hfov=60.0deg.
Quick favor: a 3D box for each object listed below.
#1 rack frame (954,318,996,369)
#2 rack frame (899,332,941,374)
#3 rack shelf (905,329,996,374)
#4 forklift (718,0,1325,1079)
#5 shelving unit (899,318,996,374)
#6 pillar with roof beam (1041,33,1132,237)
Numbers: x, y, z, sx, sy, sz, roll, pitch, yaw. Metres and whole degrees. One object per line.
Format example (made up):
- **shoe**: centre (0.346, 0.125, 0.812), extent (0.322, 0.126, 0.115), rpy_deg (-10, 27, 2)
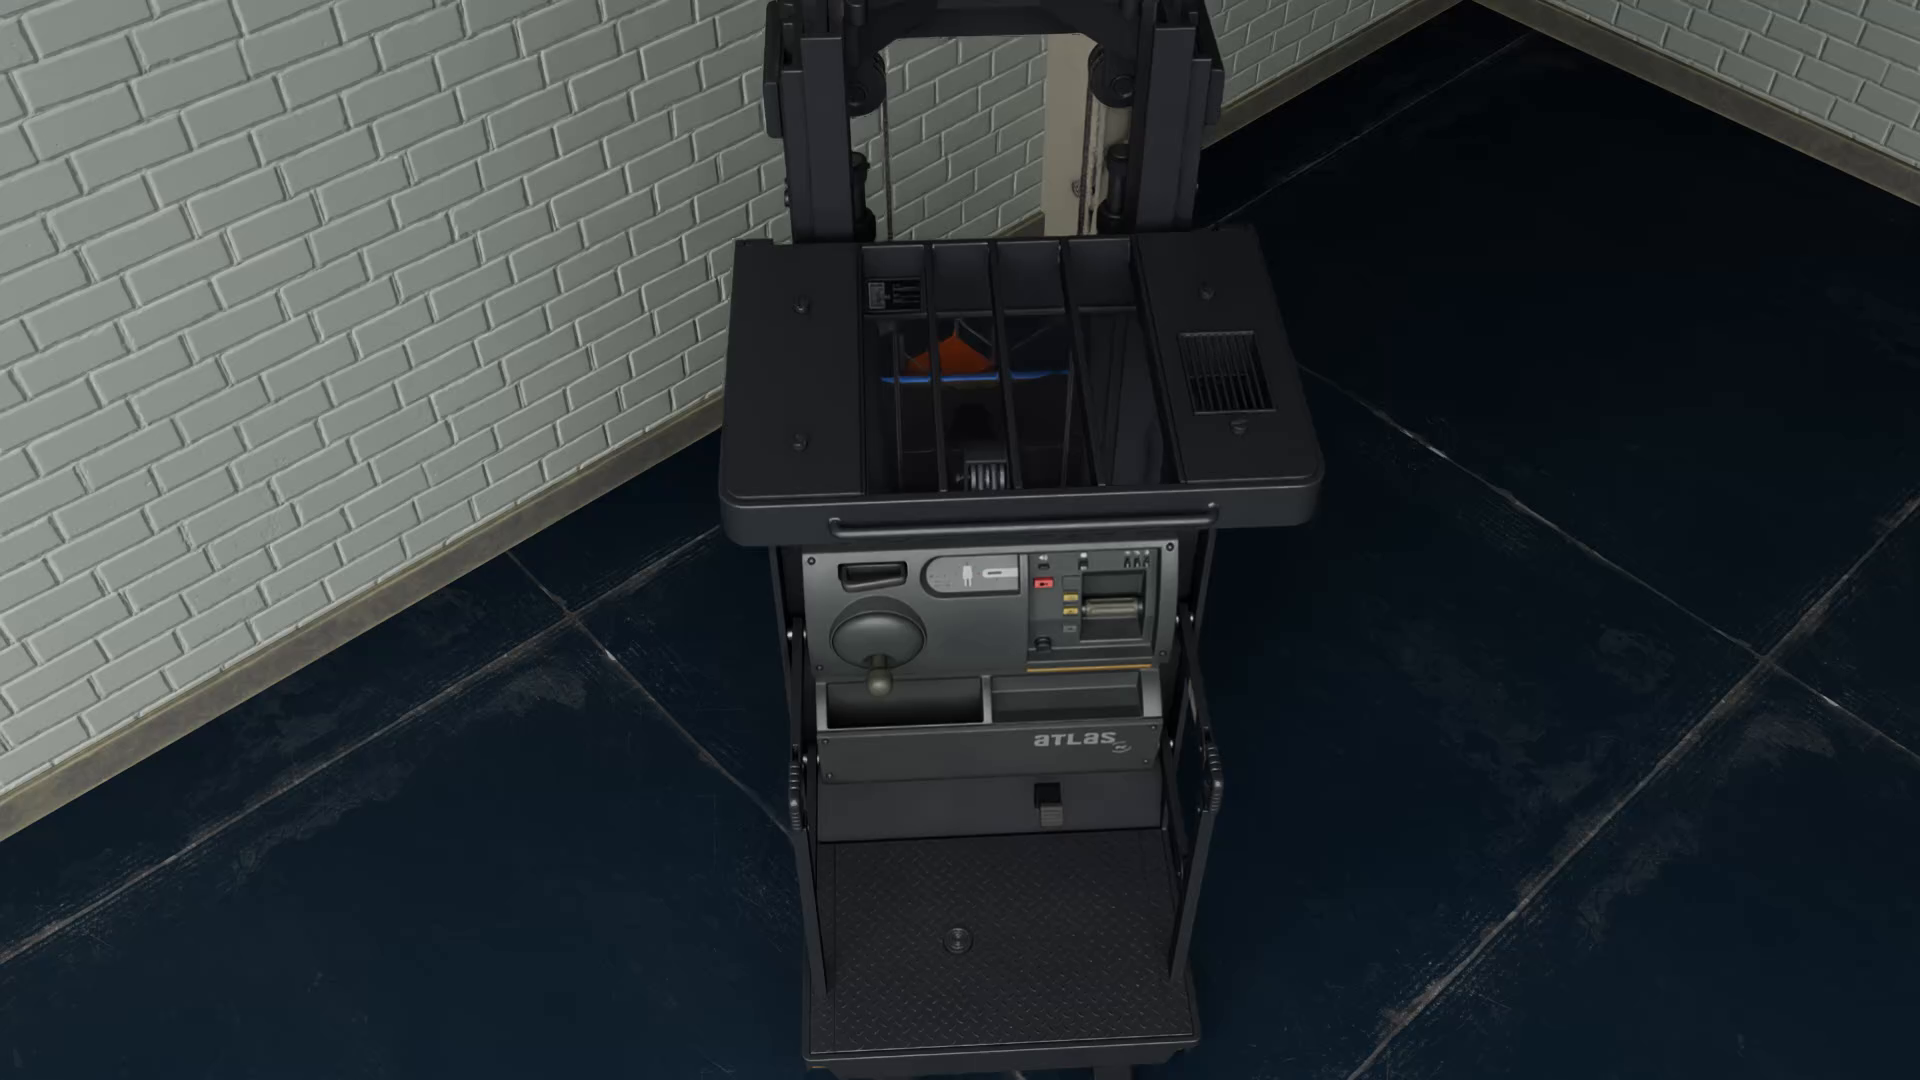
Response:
- **rack frame**: centre (0.051, -0.390, 5.895), extent (0.008, 1.050, 0.200), rpy_deg (-34, 56, -27)
- **rack frame**: centre (-0.130, -0.269, 5.784), extent (0.008, 1.050, 0.200), rpy_deg (-34, 56, -27)
- **rack shelf**: centre (-0.040, -0.515, 5.639), extent (0.240, 0.259, 0.215), rpy_deg (-34, 56, -27)
- **forklift**: centre (0.092, 0.279, 3.998), extent (1.130, 2.935, 3.031), rpy_deg (-2, 47, -2)
- **shelving unit**: centre (-0.040, -0.330, 5.840), extent (0.252, 1.050, 0.215), rpy_deg (-34, 56, -27)
- **pillar with roof beam**: centre (3.500, -2.092, 2.057), extent (0.400, 9.000, 9.100), rpy_deg (-34, 56, -27)
